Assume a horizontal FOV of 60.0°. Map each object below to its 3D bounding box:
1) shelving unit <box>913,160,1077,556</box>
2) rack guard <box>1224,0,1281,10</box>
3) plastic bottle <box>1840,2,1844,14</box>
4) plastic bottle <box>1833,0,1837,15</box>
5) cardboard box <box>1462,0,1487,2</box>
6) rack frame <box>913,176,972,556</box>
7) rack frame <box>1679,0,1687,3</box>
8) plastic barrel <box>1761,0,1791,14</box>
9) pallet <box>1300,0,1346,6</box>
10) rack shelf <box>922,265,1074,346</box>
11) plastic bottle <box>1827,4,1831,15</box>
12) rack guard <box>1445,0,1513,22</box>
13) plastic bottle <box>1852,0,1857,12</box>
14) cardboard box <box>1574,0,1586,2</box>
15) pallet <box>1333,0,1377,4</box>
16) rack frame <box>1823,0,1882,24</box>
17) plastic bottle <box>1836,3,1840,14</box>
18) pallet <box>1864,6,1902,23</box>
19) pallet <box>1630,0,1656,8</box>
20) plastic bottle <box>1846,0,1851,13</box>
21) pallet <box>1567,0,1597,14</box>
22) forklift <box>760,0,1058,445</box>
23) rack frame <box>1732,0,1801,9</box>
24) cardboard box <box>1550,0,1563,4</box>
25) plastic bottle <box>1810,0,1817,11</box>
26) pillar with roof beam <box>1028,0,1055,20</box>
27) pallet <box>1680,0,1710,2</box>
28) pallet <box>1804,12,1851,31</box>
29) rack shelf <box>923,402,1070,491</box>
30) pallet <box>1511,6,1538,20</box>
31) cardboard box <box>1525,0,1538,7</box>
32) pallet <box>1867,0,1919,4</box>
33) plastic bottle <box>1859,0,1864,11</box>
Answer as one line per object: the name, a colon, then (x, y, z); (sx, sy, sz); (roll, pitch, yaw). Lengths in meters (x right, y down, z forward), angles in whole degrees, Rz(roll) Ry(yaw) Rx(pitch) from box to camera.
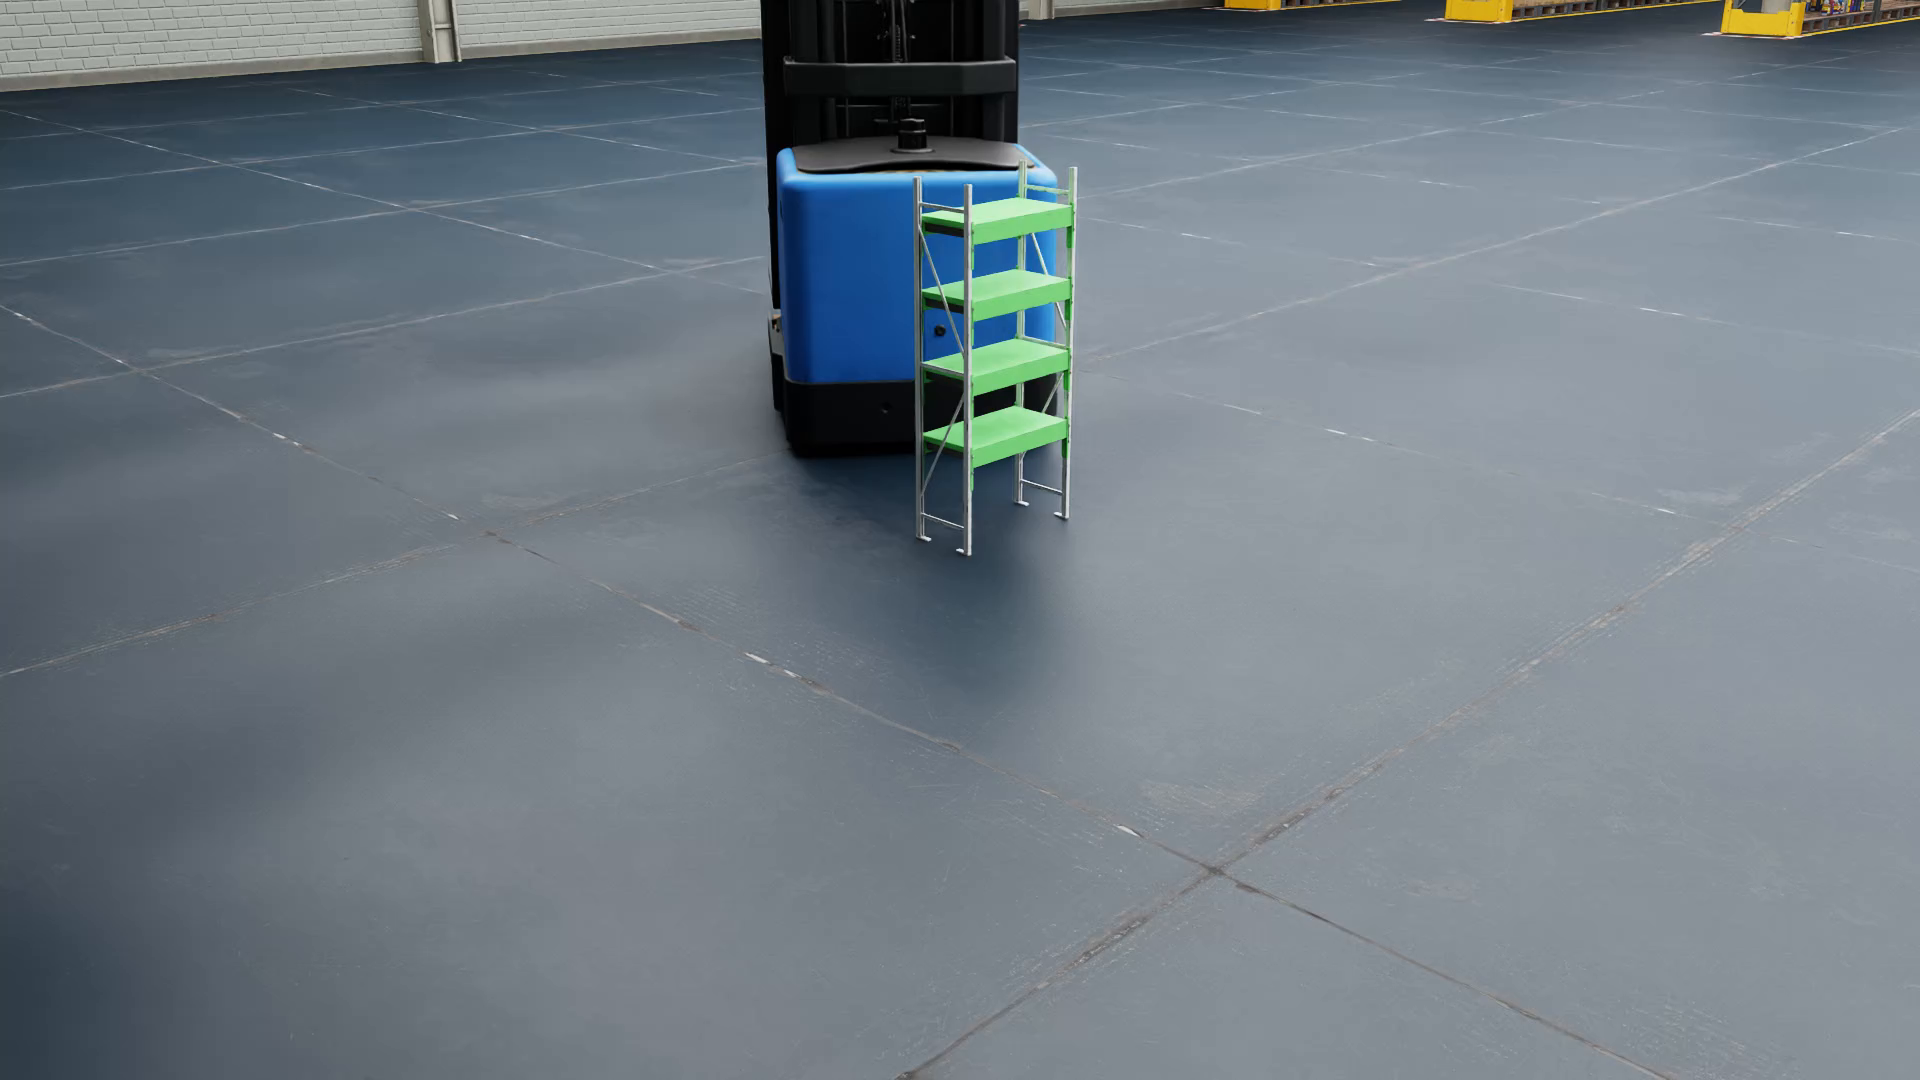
shelving unit: (0.115, -0.603, 5.470); (0.258, 1.200, 0.503); (19, 28, 41)
rack guard: (5.840, -10.867, 33.150); (1.175, 0.500, 0.348); (19, 28, 41)
plastic bottle: (14.895, -9.014, 28.132); (0.097, 0.201, 0.097); (0, 21, 0)
plastic bottle: (14.613, -8.943, 27.849); (0.097, 0.271, 0.097); (0, 21, 0)
cardboard box: (9.502, -9.900, 30.397); (0.500, 0.250, 0.500); (19, 28, 41)
rack frame: (-0.055, -0.540, 5.307); (0.240, 1.200, 0.015); (19, 28, 41)
rack frame: (14.920, -12.832, 34.778); (1.000, 3.000, 0.127); (19, 28, 41)
plastic barrel: (13.290, -8.758, 27.061); (0.421, 0.512, 0.421); (0, 21, 0)
pallet: (7.283, -11.244, 34.534); (1.003, 0.211, 1.213); (19, 28, 41)
rack shelf: (0.115, -0.767, 5.407); (0.258, 0.148, 0.480); (19, 28, 41)
plastic bottle: (14.446, -8.848, 27.702); (0.097, 0.201, 0.097); (0, 21, 0)
rack guard: (9.322, -9.602, 29.860); (1.175, 0.500, 0.348); (19, 28, 41)
plastic bottle: (15.299, -9.245, 28.525); (0.144, 0.351, 0.185); (18, 27, 38)
cardboard box: (11.607, -10.416, 31.740); (0.500, 0.250, 0.500); (19, 28, 41)
pallet: (8.135, -11.559, 35.354); (1.003, 0.211, 1.213); (19, 28, 41)
rack frame: (15.676, -10.563, 28.875); (1.000, 3.000, 0.127); (19, 28, 41)
plastic bottle: (14.752, -8.961, 27.995); (0.097, 0.201, 0.097); (0, 21, 0)
pallet: (16.196, -9.473, 29.926); (1.003, 0.211, 1.213); (19, 28, 41)
pallet: (13.467, -11.016, 33.941); (1.003, 0.211, 1.213); (19, 28, 41)
plastic bottle: (15.074, -9.162, 28.309); (0.144, 0.351, 0.185); (19, 28, 40)
pallet: (11.545, -10.308, 32.099); (1.003, 0.211, 1.213); (19, 28, 41)
forklift: (-0.326, -2.220, 7.265); (1.130, 2.935, 3.031); (-3, 21, -7)
rack frame: (12.886, -9.535, 26.200); (1.000, 3.000, 0.127); (19, 28, 41)
cardboard box: (10.920, -10.155, 31.062); (0.500, 0.250, 0.500); (19, 28, 41)
plastic bottle: (14.801, -9.323, 28.840); (0.097, 0.271, 0.097); (0, 21, 0)
pillar with roof beam: (4.555, -12.591, 25.790); (9.100, 9.000, 0.400); (19, 28, 41)
pallet: (15.468, -11.712, 35.753); (1.003, 0.211, 1.213); (19, 28, 41)
pallet: (14.326, -8.784, 28.133); (1.003, 0.211, 1.213); (19, 28, 41)
rack shelf: (0.115, -0.319, 5.579); (0.258, 0.148, 0.480); (19, 28, 41)
pallet: (9.843, -9.681, 30.467); (1.003, 0.211, 1.213); (19, 28, 41)
cardboard box: (10.219, -9.899, 30.396); (0.500, 0.250, 0.500); (19, 28, 41)
pallet: (17.898, -10.100, 31.558); (1.003, 0.211, 1.213); (19, 28, 41)
plastic bottle: (15.577, -9.294, 28.747); (0.133, 0.283, 0.061); (-18, 28, -39)
